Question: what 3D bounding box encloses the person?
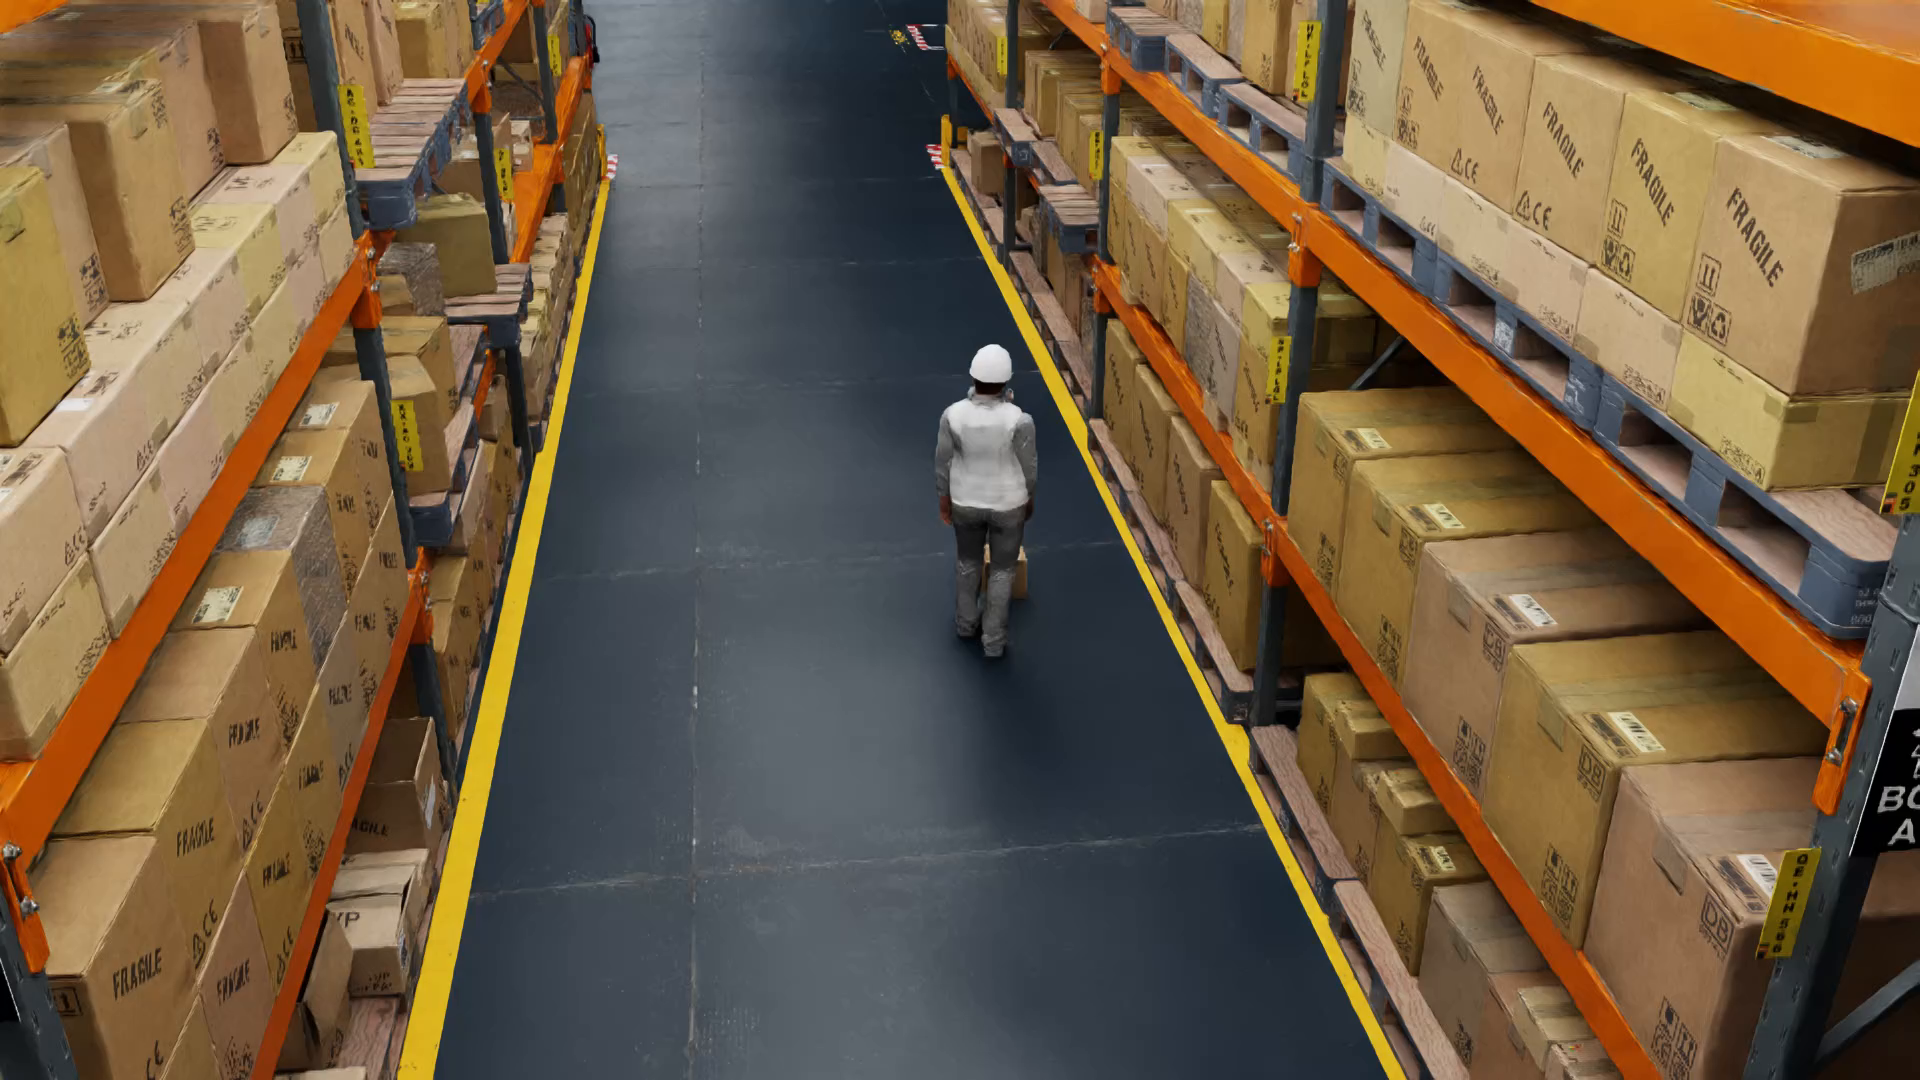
[{"bbox_3d":[0.153,-0.231,9.023,0.557,1.775,0.530,7,28,13],"label":"person"}]
